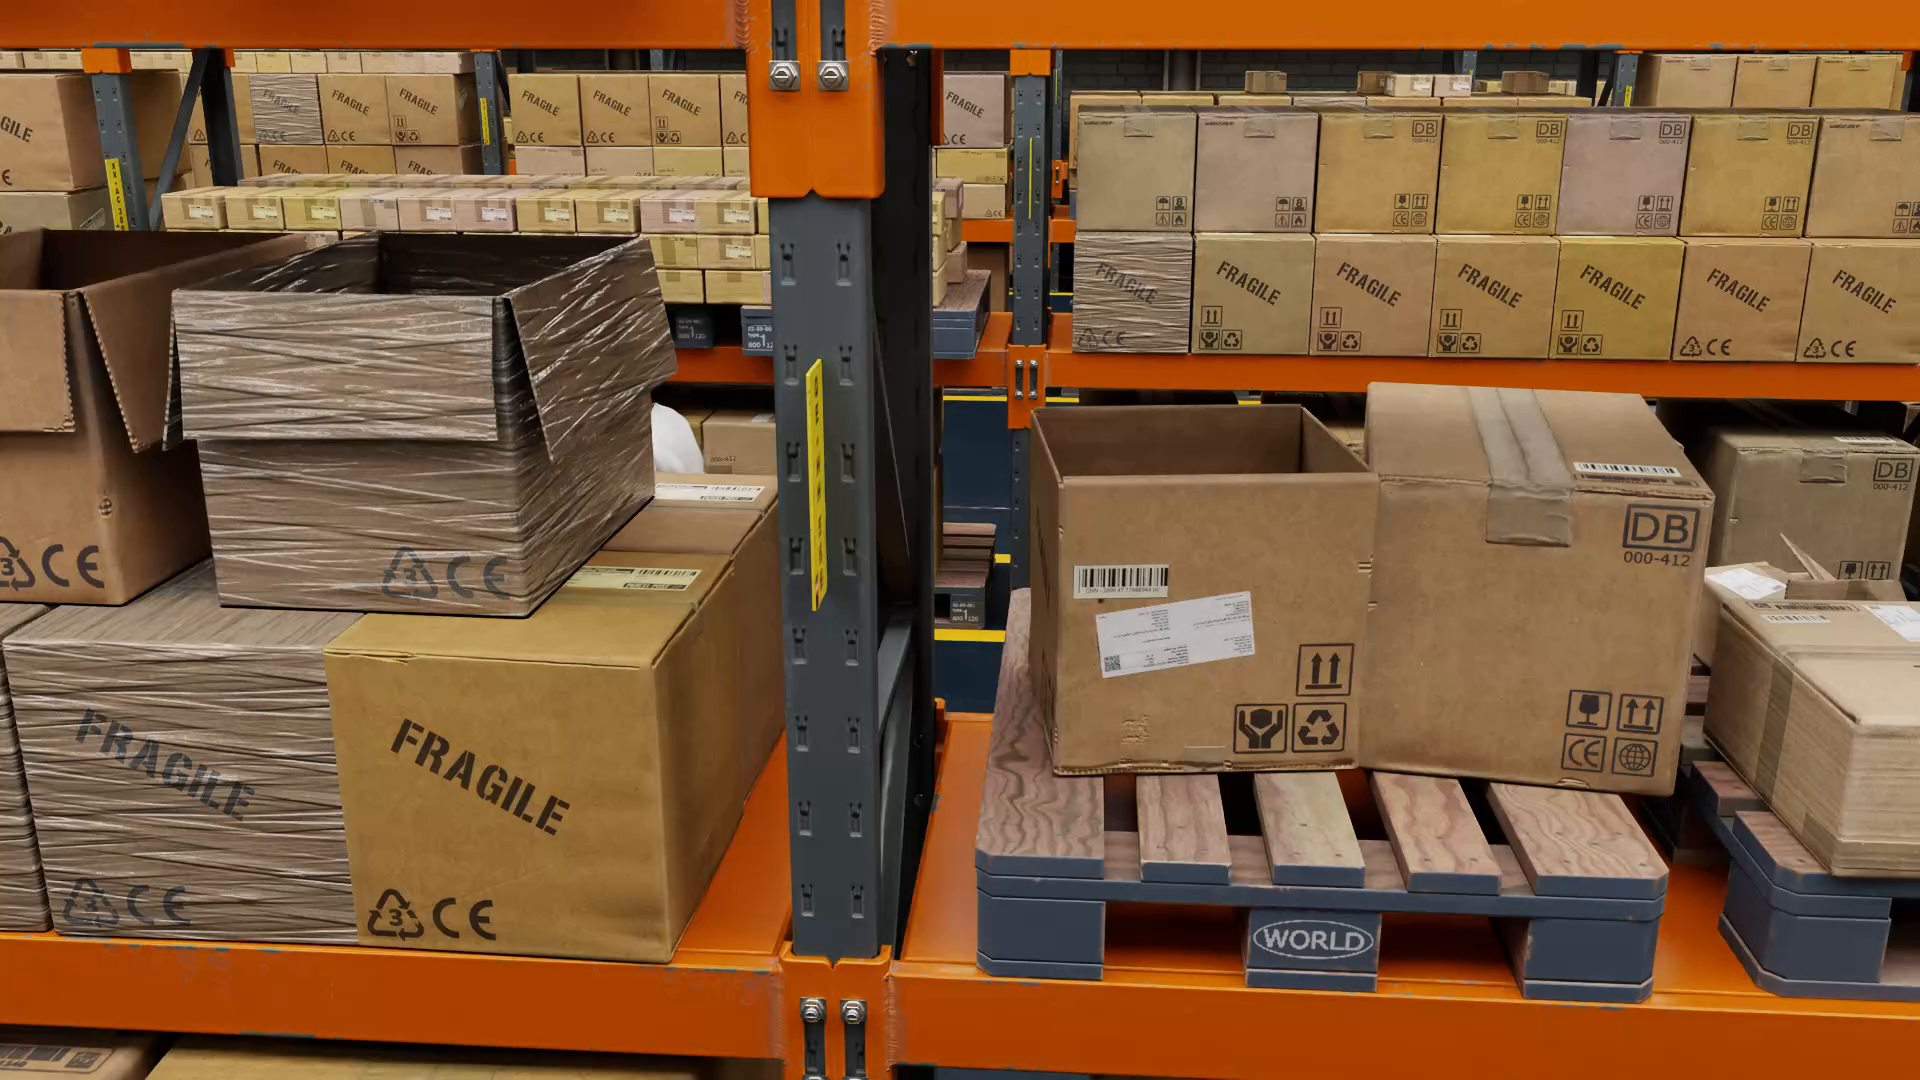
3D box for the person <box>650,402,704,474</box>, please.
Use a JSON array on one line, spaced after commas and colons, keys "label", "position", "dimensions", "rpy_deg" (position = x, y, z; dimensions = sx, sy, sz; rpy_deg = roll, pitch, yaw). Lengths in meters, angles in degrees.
[{"label": "person", "position": [-1.017, 0.192, 5.397], "dimensions": [0.425, 1.765, 0.589], "rpy_deg": [1, 17, 3]}]
